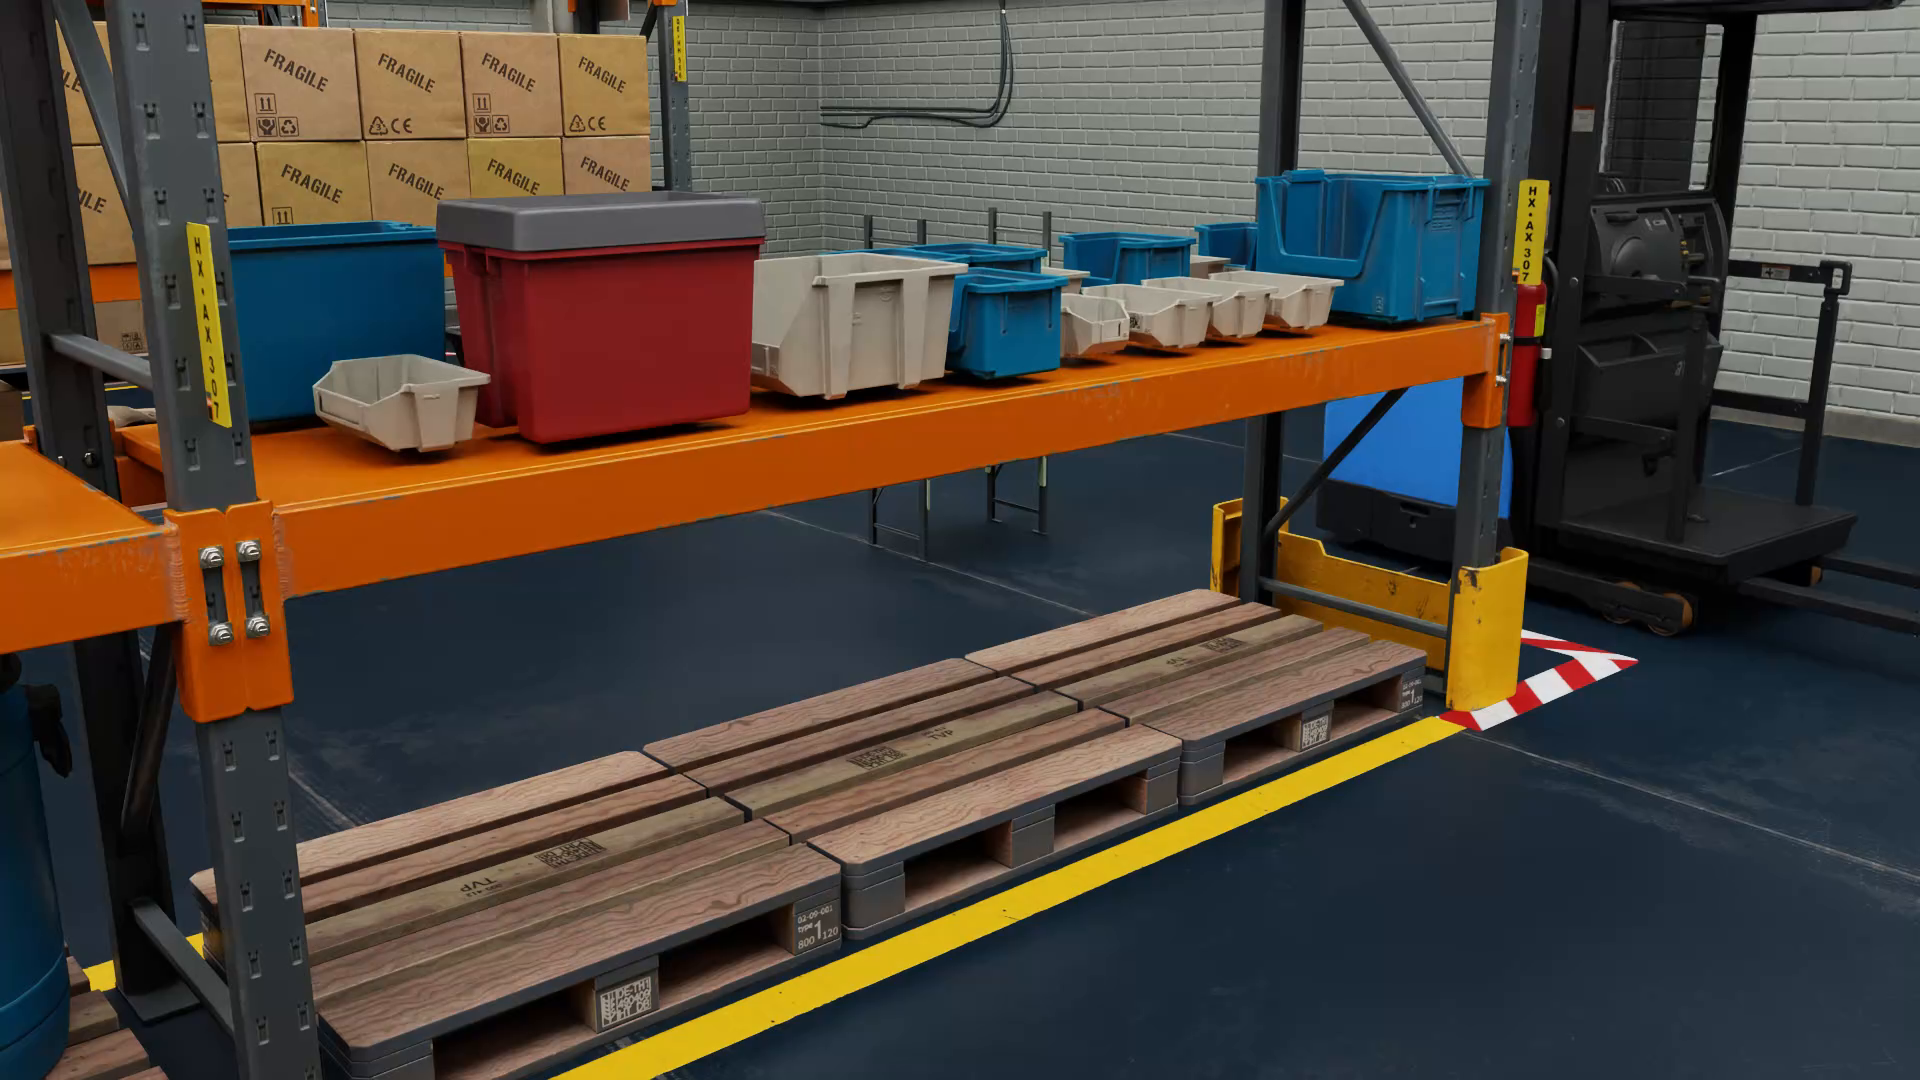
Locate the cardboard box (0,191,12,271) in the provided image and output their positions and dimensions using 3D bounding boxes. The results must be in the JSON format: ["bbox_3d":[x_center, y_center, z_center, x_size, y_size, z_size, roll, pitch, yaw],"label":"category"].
[{"bbox_3d":[-4.268,-1.369,6.871,0.500,0.500,0.500,-12,19,-38],"label":"cardboard box"}]

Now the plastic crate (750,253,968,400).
[{"bbox_3d":[-0.310,-0.517,3.988,0.530,0.282,0.437,-13,19,-39],"label":"plastic crate"}]

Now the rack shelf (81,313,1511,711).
[{"bbox_3d":[-0.074,-0.314,4.508,4.000,0.370,1.077,-13,19,-39],"label":"rack shelf"}]

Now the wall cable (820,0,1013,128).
[{"bbox_3d":[-0.568,-5.216,15.857,0.112,2.526,3.097,-13,19,-39],"label":"wall cable"}]

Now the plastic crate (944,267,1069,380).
[{"bbox_3d":[0.054,-0.551,4.208,0.300,0.233,0.416,-13,19,-39],"label":"plastic crate"}]

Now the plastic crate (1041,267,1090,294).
[{"bbox_3d":[0.224,-0.771,5.220,0.298,0.136,0.250,-13,19,-39],"label":"plastic crate"}]

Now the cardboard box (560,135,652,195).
[{"bbox_3d":[-1.973,-1.885,8.800,0.500,0.500,0.500,-12,19,-38],"label":"cardboard box"}]

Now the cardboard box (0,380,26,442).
[{"bbox_3d":[-4.588,-0.445,7.593,0.500,0.500,0.500,-13,19,-39],"label":"cardboard box"}]

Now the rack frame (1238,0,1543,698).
[{"bbox_3d":[1.434,-1.001,5.683,0.127,3.000,1.000,-13,19,-39],"label":"rack frame"}]

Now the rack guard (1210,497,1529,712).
[{"bbox_3d":[1.444,0.201,6.031,0.348,0.500,1.175,-13,19,-39],"label":"rack guard"}]

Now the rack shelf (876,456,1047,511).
[{"bbox_3d":[-0.005,-0.408,7.636,0.720,0.370,0.431,-13,19,-39],"label":"rack shelf"}]

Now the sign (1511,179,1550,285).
[{"bbox_3d":[1.808,-0.975,5.272,0.005,0.325,0.100,-13,19,-39],"label":"sign"}]

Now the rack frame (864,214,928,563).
[{"bbox_3d":[-0.281,-0.661,7.320,0.023,1.500,0.400,-13,19,-39],"label":"rack frame"}]

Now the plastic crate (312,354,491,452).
[{"bbox_3d":[-1.138,-0.276,3.364,0.243,0.136,0.396,-13,19,-39],"label":"plastic crate"}]

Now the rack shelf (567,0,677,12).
[{"bbox_3d":[-3.323,-2.728,7.733,4.000,0.370,1.077,-13,19,-39],"label":"rack shelf"}]

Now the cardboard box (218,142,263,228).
[{"bbox_3d":[-3.505,-1.541,7.513,0.500,0.500,0.500,-13,20,-40],"label":"cardboard box"}]

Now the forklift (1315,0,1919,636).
[{"bbox_3d":[2.945,-1.191,6.528,1.130,2.935,3.031,-11,19,-36],"label":"forklift"}]

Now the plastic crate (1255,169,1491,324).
[{"bbox_3d":[1.304,-0.954,5.322,0.499,0.435,0.616,-13,19,-39],"label":"plastic crate"}]

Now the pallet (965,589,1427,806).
[{"bbox_3d":[0.787,0.479,5.548,1.213,0.211,1.003,-13,19,-39],"label":"pallet"}]

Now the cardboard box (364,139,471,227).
[{"bbox_3d":[-2.742,-1.713,8.156,0.500,0.500,0.500,-12,19,-39],"label":"cardboard box"}]

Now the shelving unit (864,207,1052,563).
[{"bbox_3d":[-0.005,-0.723,7.552,0.755,1.500,0.431,-13,19,-39],"label":"shelving unit"}]

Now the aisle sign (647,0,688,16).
[{"bbox_3d":[-1.562,-3.173,8.780,0.004,0.787,0.394,-13,19,-39],"label":"aisle sign"}]

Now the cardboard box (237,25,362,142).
[{"bbox_3d":[-3.126,-2.106,7.692,0.500,0.500,0.500,-12,19,-38],"label":"cardboard box"}]

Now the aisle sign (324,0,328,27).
[{"bbox_3d":[-4.818,-4.139,12.395,0.004,0.787,0.394,-13,19,-39],"label":"aisle sign"}]

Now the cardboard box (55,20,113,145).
[{"bbox_3d":[-3.903,-1.932,7.038,0.500,0.500,0.500,-13,20,-41],"label":"cardboard box"}]

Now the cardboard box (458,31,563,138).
[{"bbox_3d":[-2.350,-2.282,8.350,0.500,0.500,0.500,-12,19,-38],"label":"cardboard box"}]

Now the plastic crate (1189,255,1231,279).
[{"bbox_3d":[0.736,-0.886,5.650,0.298,0.136,0.250,-13,19,-39],"label":"plastic crate"}]

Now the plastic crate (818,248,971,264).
[{"bbox_3d":[-0.188,-0.697,4.755,0.300,0.233,0.416,-13,19,-39],"label":"plastic crate"}]

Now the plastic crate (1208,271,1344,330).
[{"bbox_3d":[0.938,-0.729,5.060,0.243,0.136,0.396,-13,19,-39],"label":"plastic crate"}]

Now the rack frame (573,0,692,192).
[{"bbox_3d":[-1.814,-1.965,9.296,0.127,3.000,1.000,-13,19,-39],"label":"rack frame"}]

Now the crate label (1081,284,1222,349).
[{"bbox_3d":[0.516,-0.631,4.693,0.243,0.136,0.396,-13,19,-39],"label":"crate label"}]

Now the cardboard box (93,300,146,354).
[{"bbox_3d":[-6.288,-1.616,12.018,0.500,0.500,0.700,-13,20,-41],"label":"cardboard box"}]

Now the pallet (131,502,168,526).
[{"bbox_3d":[-4.313,-0.057,7.554,1.213,0.211,1.003,-13,19,-39],"label":"pallet"}]

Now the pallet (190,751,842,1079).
[{"bbox_3d":[-1.054,0.892,4.001,1.213,0.211,1.003,-13,19,-39],"label":"pallet"}]

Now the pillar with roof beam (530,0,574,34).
[{"bbox_3d":[-0.774,-5.615,11.335,0.400,9.000,9.100,-13,19,-39],"label":"pillar with roof beam"}]
